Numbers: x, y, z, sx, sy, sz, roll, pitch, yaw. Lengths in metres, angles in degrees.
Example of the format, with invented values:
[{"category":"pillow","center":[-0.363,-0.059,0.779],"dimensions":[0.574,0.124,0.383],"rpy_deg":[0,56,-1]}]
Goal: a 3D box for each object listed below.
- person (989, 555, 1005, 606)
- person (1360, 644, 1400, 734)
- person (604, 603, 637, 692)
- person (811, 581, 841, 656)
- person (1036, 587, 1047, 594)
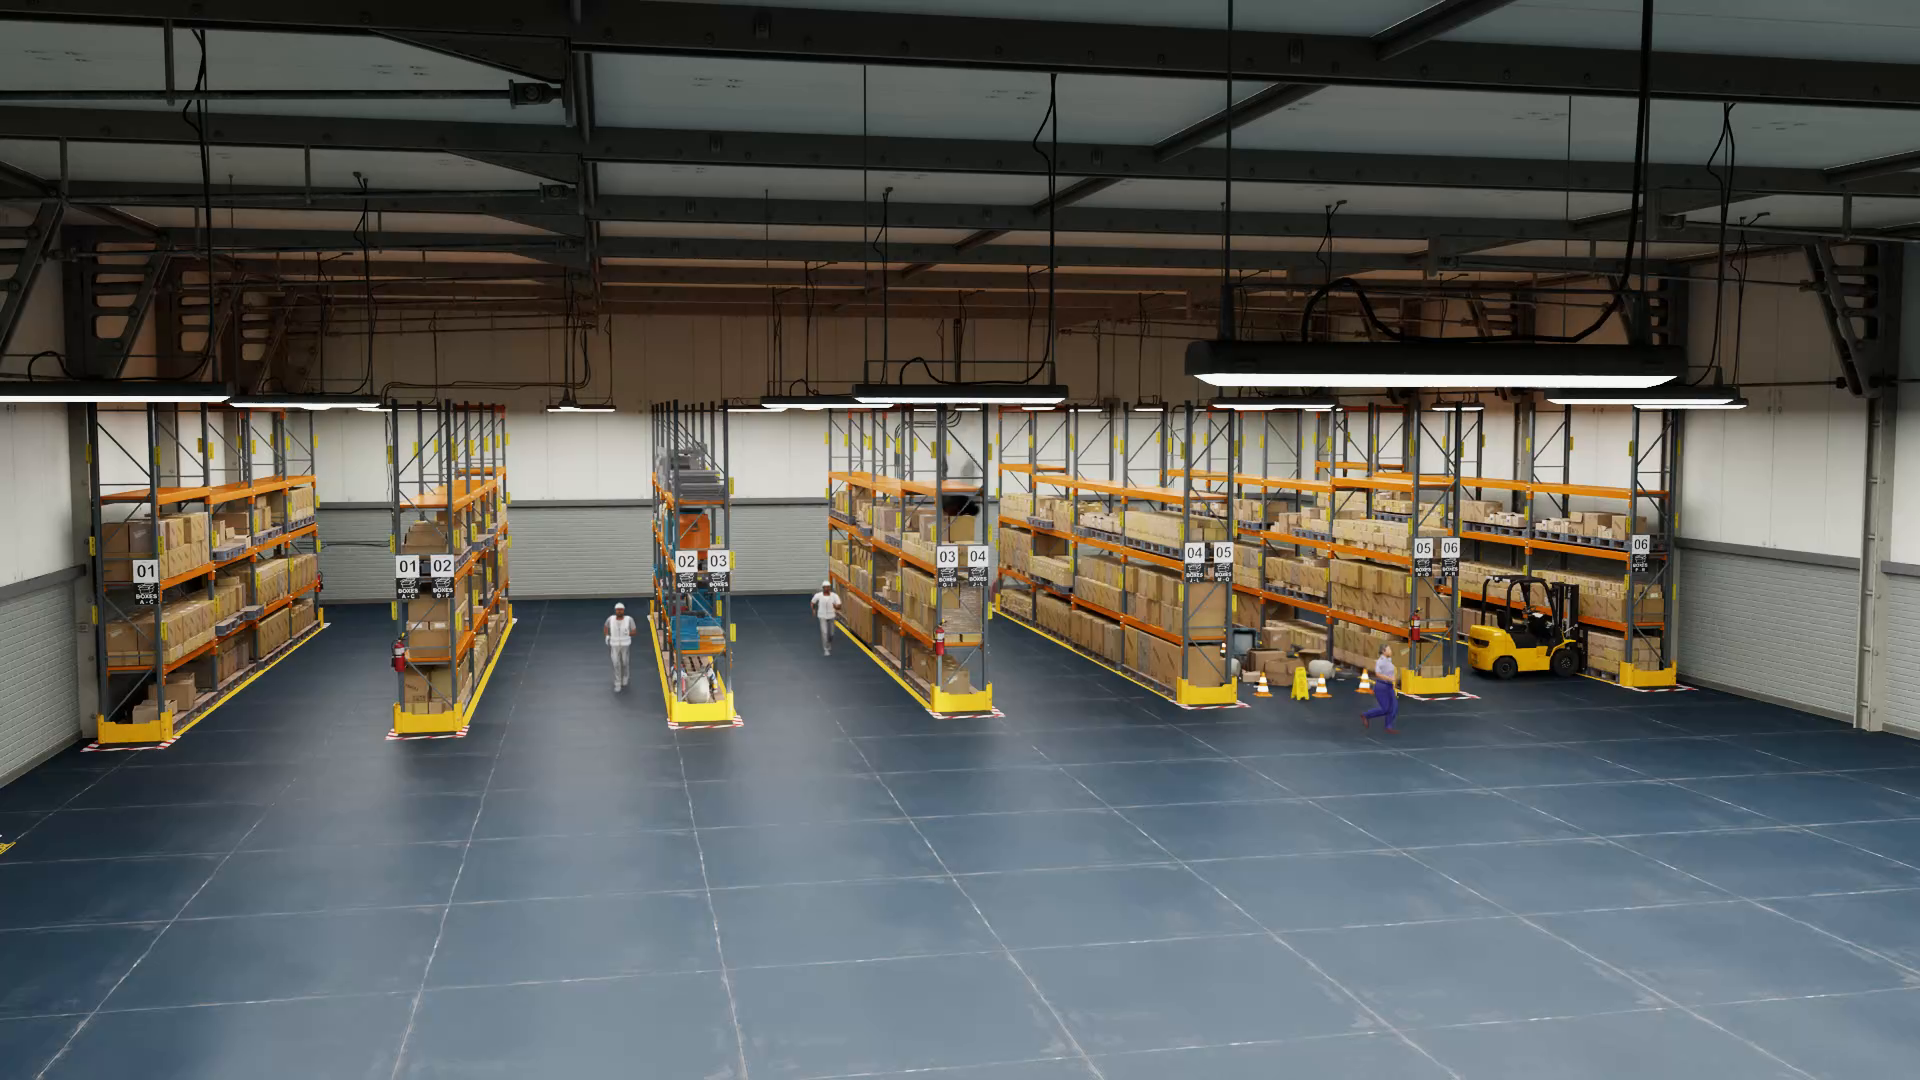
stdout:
[{"category":"person","center":[1.234,1.187,49.611],"dimensions":[0.803,1.664,0.615],"rpy_deg":[-1,5,-18]},{"category":"person","center":[7.581,2.665,29.891],"dimensions":[0.706,1.610,0.608],"rpy_deg":[2,5,30]},{"category":"person","center":[-7.065,2.211,34.596],"dimensions":[0.672,1.805,0.815],"rpy_deg":[-1,4,-10]},{"category":"person","center":[-3.176,1.846,39.620],"dimensions":[0.710,1.747,0.968],"rpy_deg":[-1,4,-14]},{"category":"person","center":[2.297,1.145,49.763],"dimensions":[0.858,1.714,0.703],"rpy_deg":[3,5,37]}]
